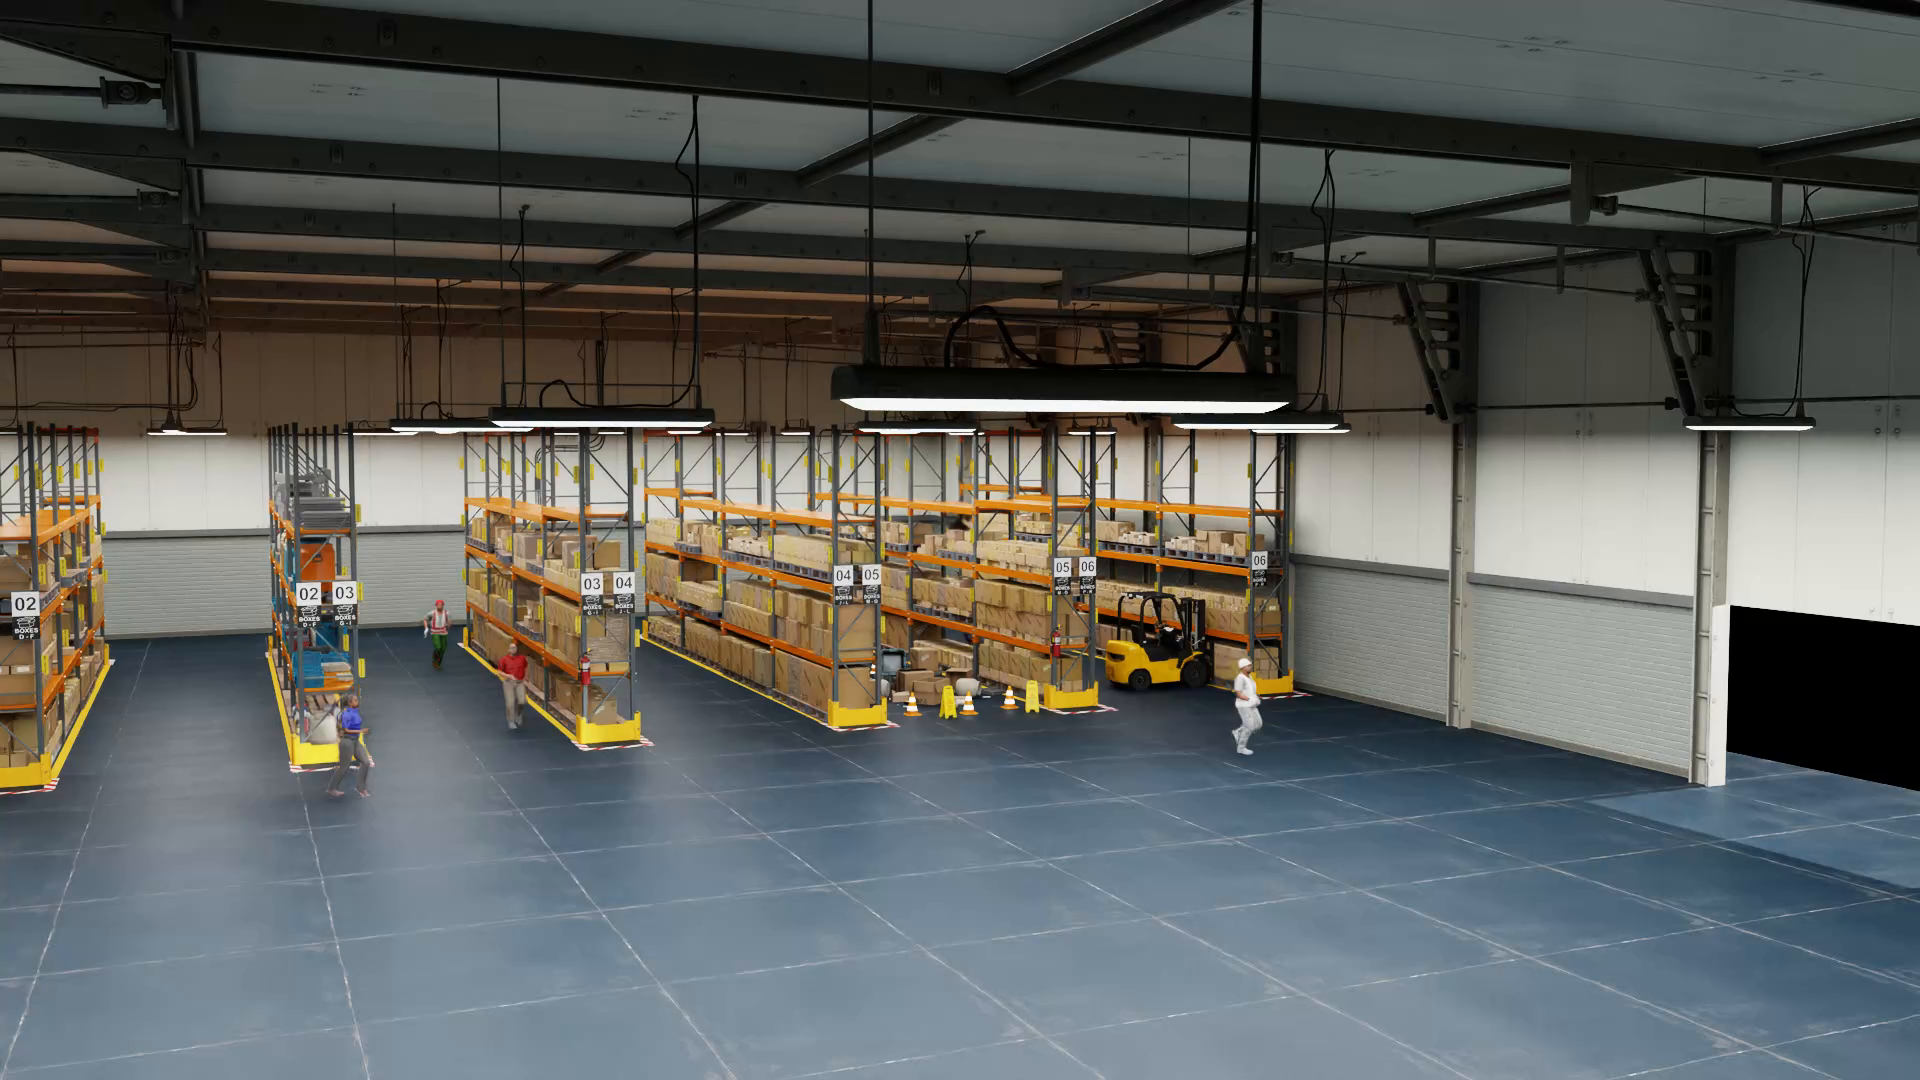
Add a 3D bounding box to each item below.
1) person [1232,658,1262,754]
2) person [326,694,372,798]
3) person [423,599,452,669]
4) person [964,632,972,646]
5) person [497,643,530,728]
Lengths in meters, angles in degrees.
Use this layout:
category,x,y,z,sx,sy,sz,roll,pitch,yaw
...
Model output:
category,x,y,z,sx,sy,sz,roll,pitch,yaw
person,5.203,3.014,30.156,0.595,1.737,0.683,2,4,27
person,-9.684,3.296,26.415,0.747,1.712,0.560,0,3,3
person,-12.819,2.328,40.936,0.654,1.739,0.734,-2,4,-35
person,0.291,2.135,45.564,0.626,1.644,0.637,-2,4,-27
person,-8.765,2.877,32.749,0.651,1.679,0.607,-2,4,-27
